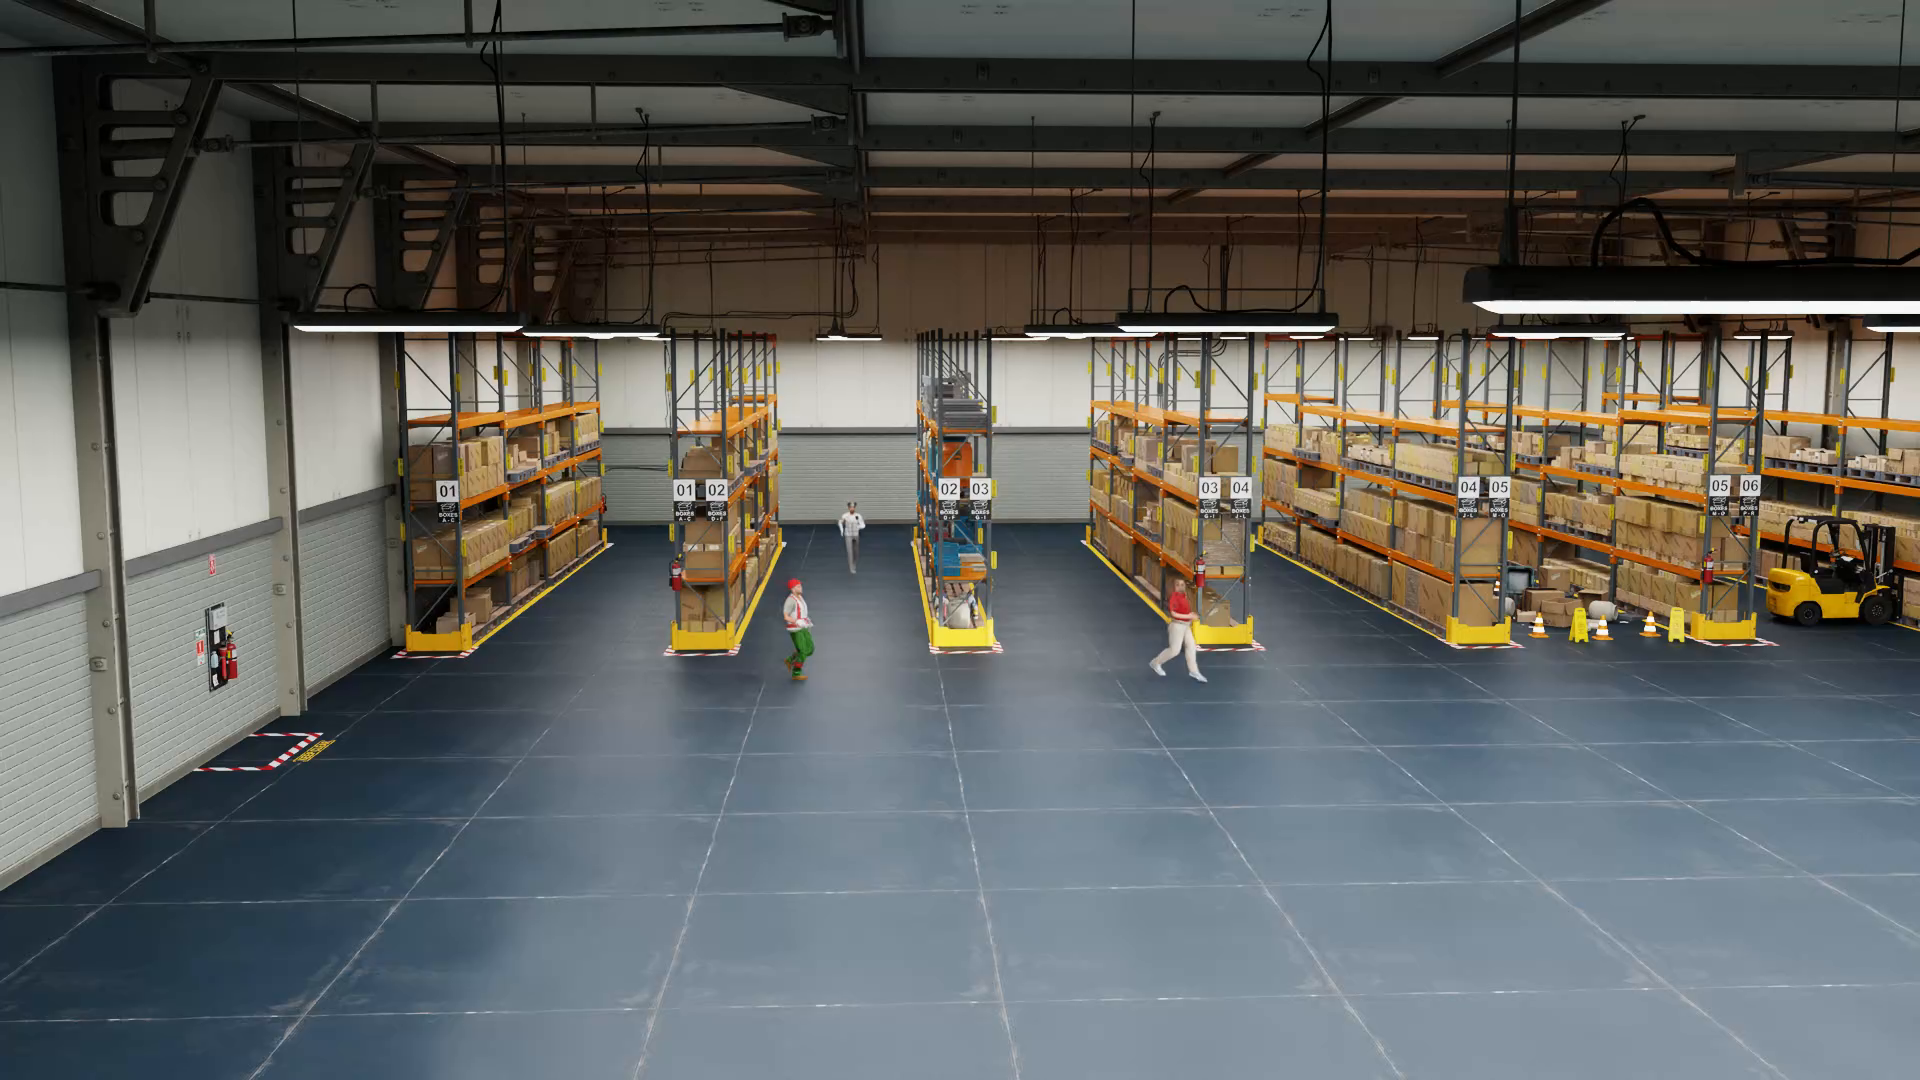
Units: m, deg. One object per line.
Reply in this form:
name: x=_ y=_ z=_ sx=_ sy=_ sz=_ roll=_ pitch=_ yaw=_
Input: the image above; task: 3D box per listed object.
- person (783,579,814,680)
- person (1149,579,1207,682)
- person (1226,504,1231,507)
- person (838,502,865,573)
person: x=-2.763 y=1.524 z=28.338 sx=0.613 sy=1.738 sz=0.651 roll=2 pitch=7 yaw=20
person: x=3.731 y=1.530 z=28.364 sx=0.980 sy=1.750 sz=0.673 roll=3 pitch=7 yaw=25
person: x=7.624 y=-0.732 z=48.129 sx=0.700 sy=1.621 sz=0.538 roll=-6 pitch=9 yaw=-44
person: x=-2.572 y=-0.065 z=39.745 sx=0.618 sy=1.704 sz=0.842 roll=-1 pitch=7 yaw=-12
